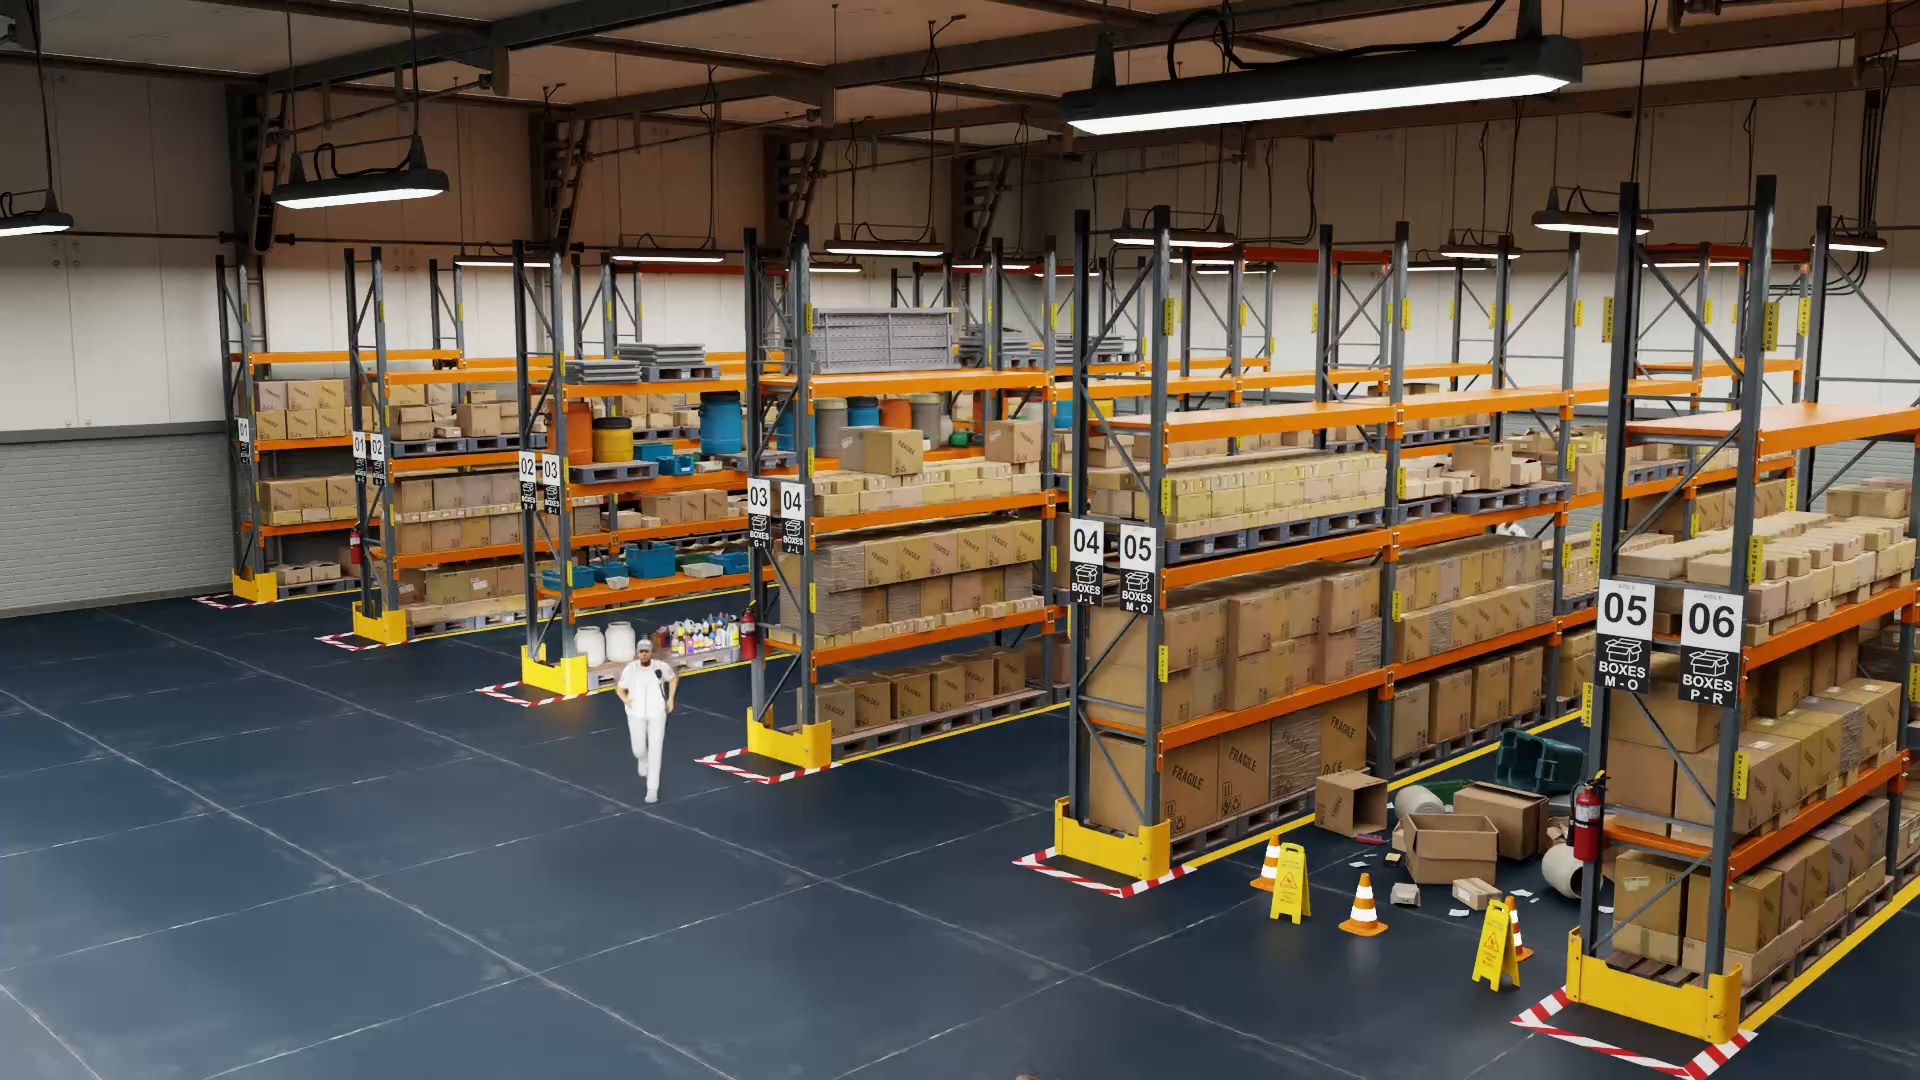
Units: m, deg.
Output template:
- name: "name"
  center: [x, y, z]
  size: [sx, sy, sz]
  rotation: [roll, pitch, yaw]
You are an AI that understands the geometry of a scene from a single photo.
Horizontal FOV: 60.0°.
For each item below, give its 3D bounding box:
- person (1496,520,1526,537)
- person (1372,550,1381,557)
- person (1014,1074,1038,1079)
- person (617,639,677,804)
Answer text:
- name: "person"
  center: [9.116, 0.369, 27.682]
  size: [0.647, 1.826, 0.917]
  rotation: [6, 10, 38]
- name: "person"
  center: [6.165, 0.924, 24.672]
  size: [0.539, 1.564, 0.538]
  rotation: [7, 11, 41]
- name: "person"
  center: [0.303, 3.286, 8.026]
  size: [0.566, 1.581, 0.735]
  rotation: [0, 8, 3]
- name: "person"
  center: [-3.314, 1.871, 17.648]
  size: [0.625, 1.687, 0.888]
  rotation: [-1, 8, -7]
